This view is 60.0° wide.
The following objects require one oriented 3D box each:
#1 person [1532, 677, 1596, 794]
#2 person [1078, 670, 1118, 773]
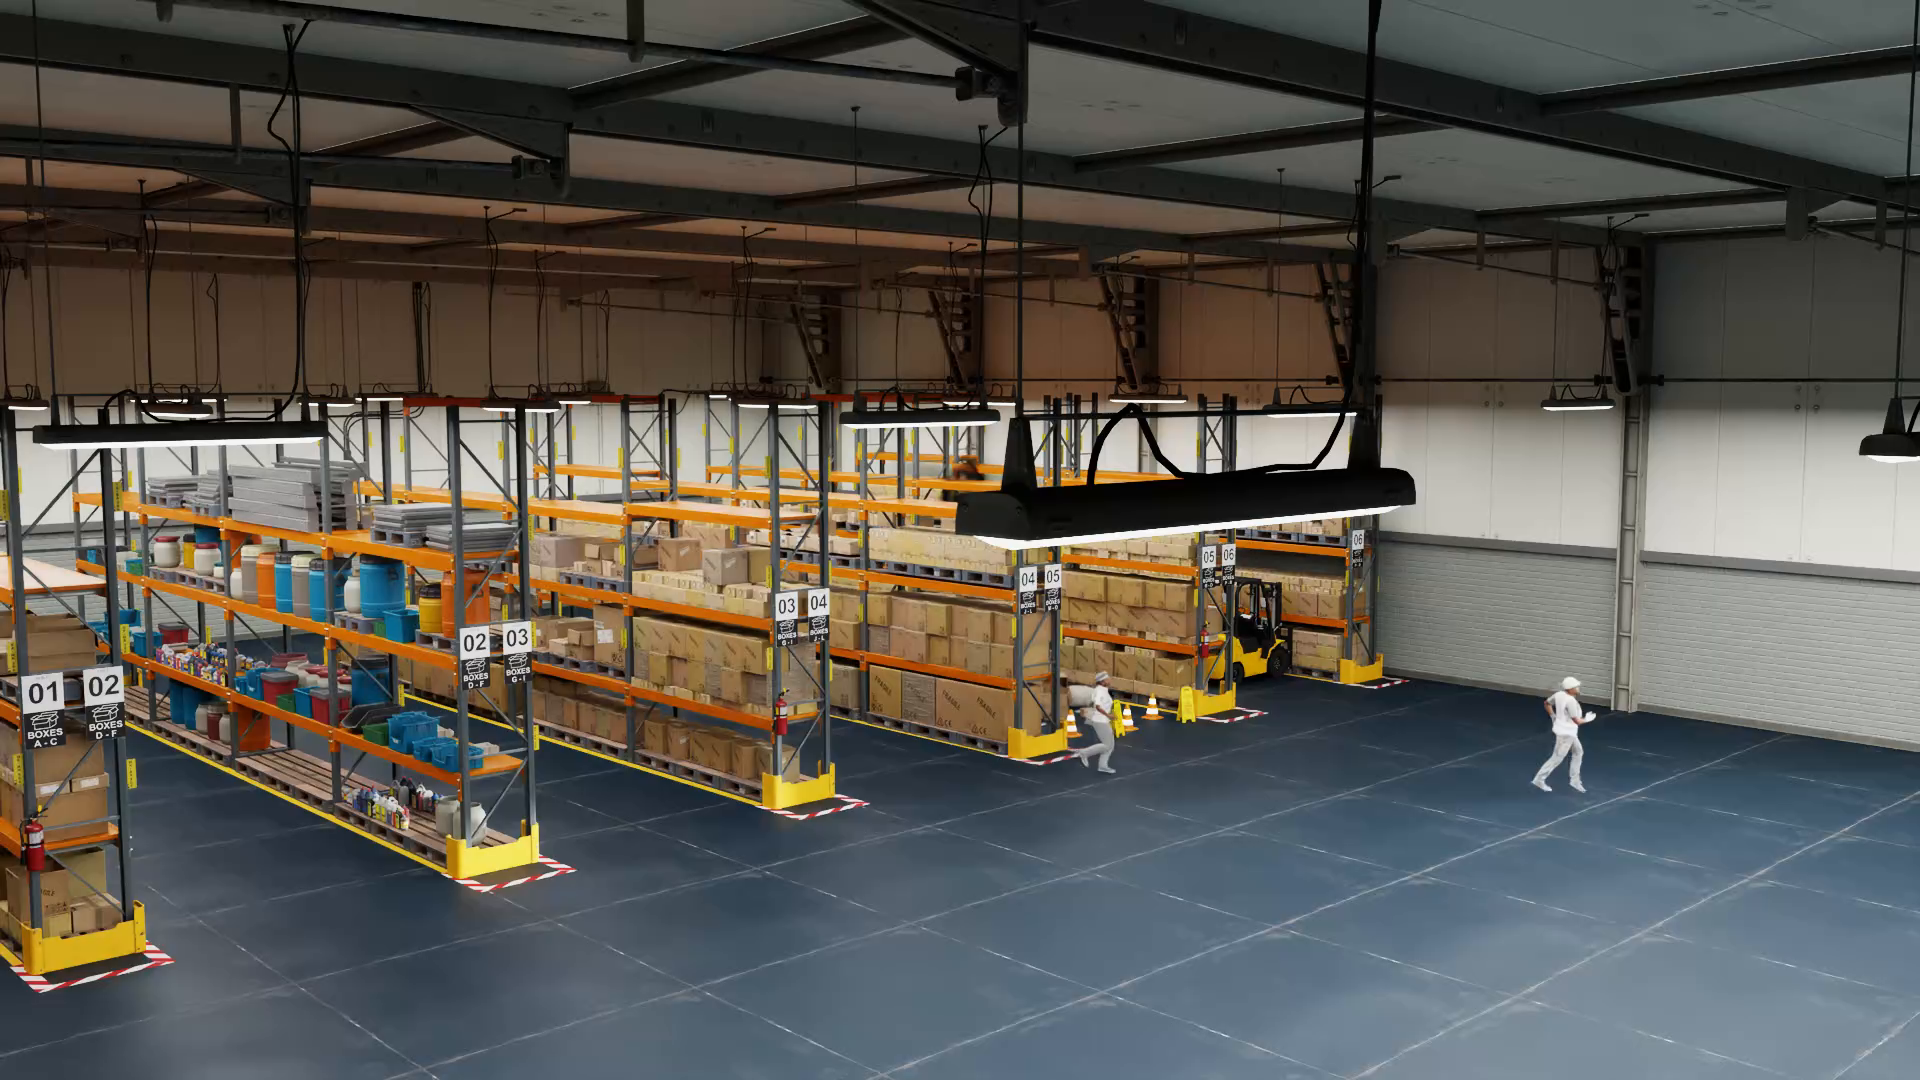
[{"bbox_3d":[9.199,2.991,25.395,0.926,1.830,0.695,1,6,6],"label":"person"},{"bbox_3d":[2.221,2.923,26.854,0.630,1.659,0.576,0,6,2],"label":"person"}]
